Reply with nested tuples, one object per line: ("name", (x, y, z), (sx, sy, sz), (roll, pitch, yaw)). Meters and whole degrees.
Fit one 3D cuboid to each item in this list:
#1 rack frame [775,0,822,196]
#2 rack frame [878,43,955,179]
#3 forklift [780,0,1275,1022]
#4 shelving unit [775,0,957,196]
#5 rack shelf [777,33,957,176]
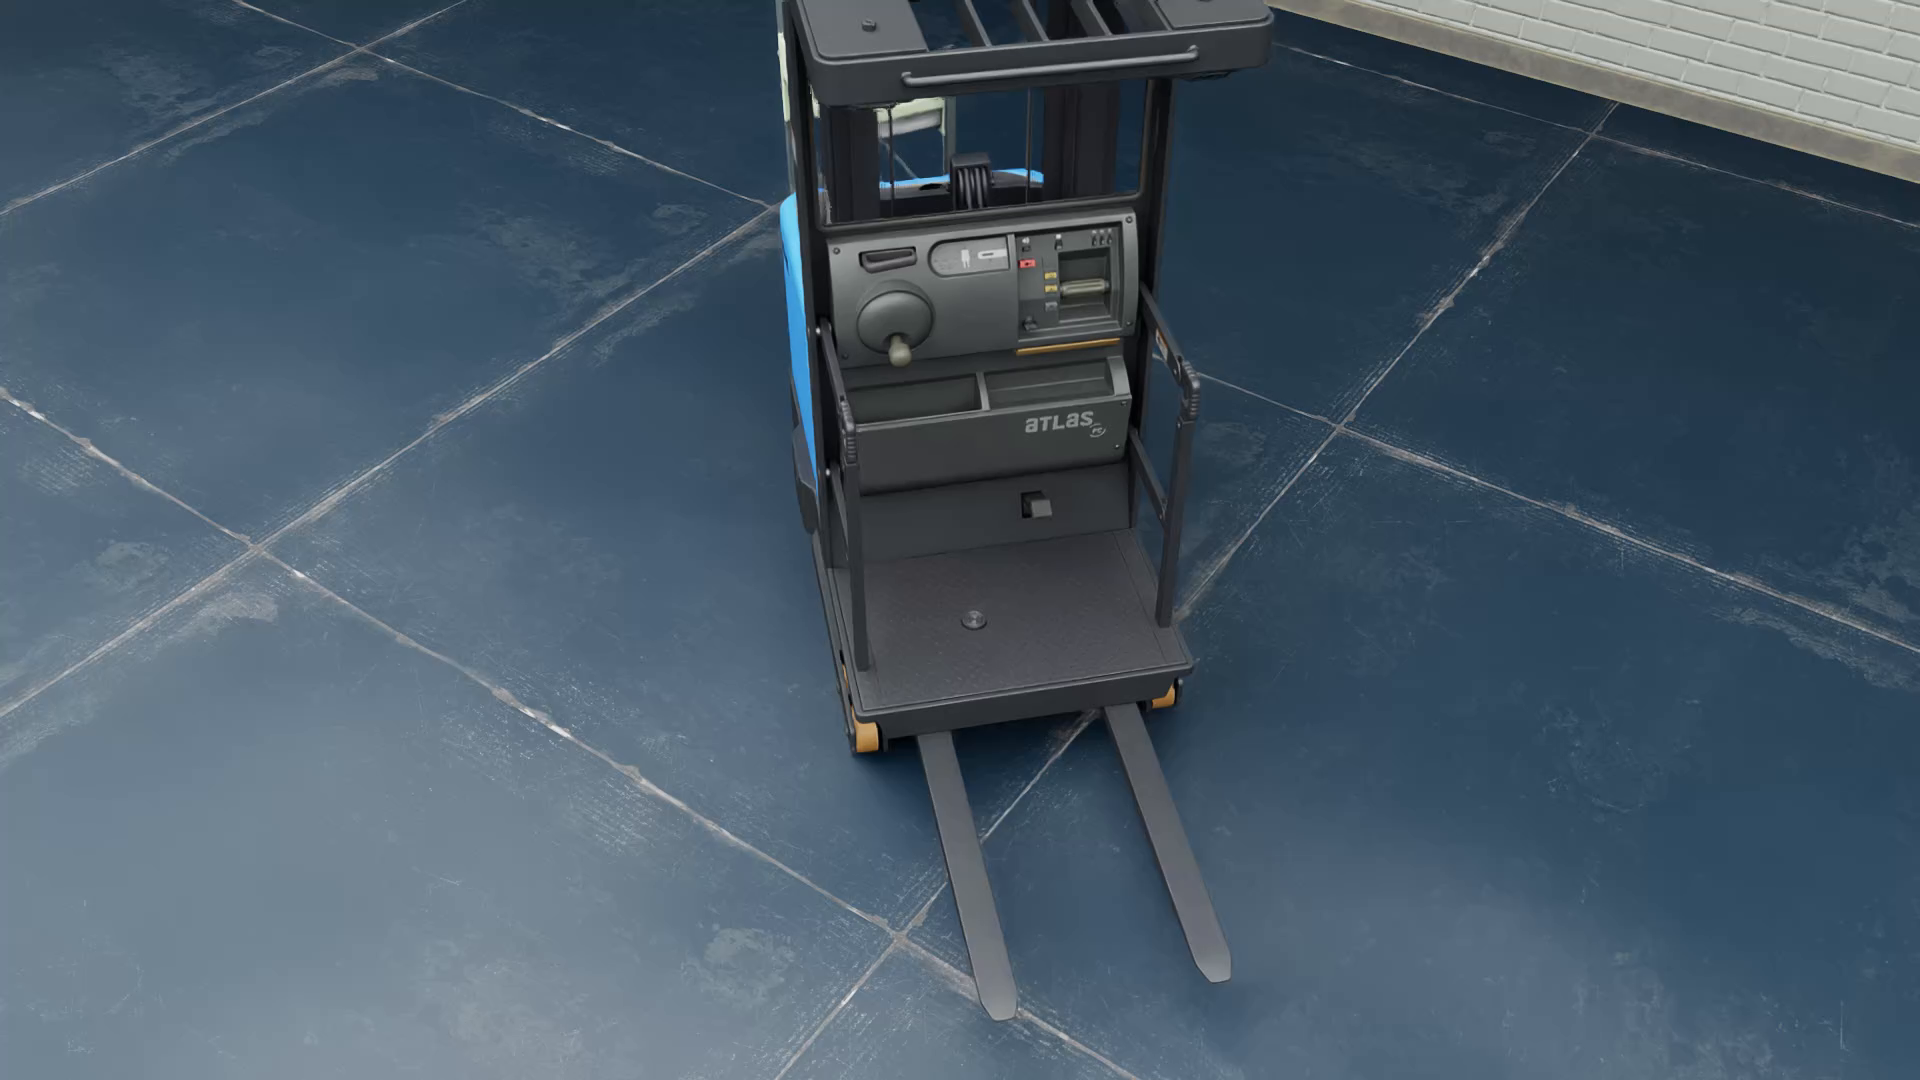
("rack frame", (-0.528, -1.608, 6.922), (0.400, 1.500, 0.023), (-18, 45, -19))
("rack frame", (-0.201, -1.171, 6.434), (0.400, 1.500, 0.023), (-18, 45, -19))
("forklift", (0.121, -0.665, 4.795), (1.130, 2.935, 3.031), (-8, 42, -8))
("shelving unit", (-0.364, -1.390, 6.678), (0.431, 1.500, 0.755), (-18, 45, -19))
("rack shelf", (-0.364, -1.681, 6.418), (0.431, 0.370, 0.720), (-18, 45, -19))
